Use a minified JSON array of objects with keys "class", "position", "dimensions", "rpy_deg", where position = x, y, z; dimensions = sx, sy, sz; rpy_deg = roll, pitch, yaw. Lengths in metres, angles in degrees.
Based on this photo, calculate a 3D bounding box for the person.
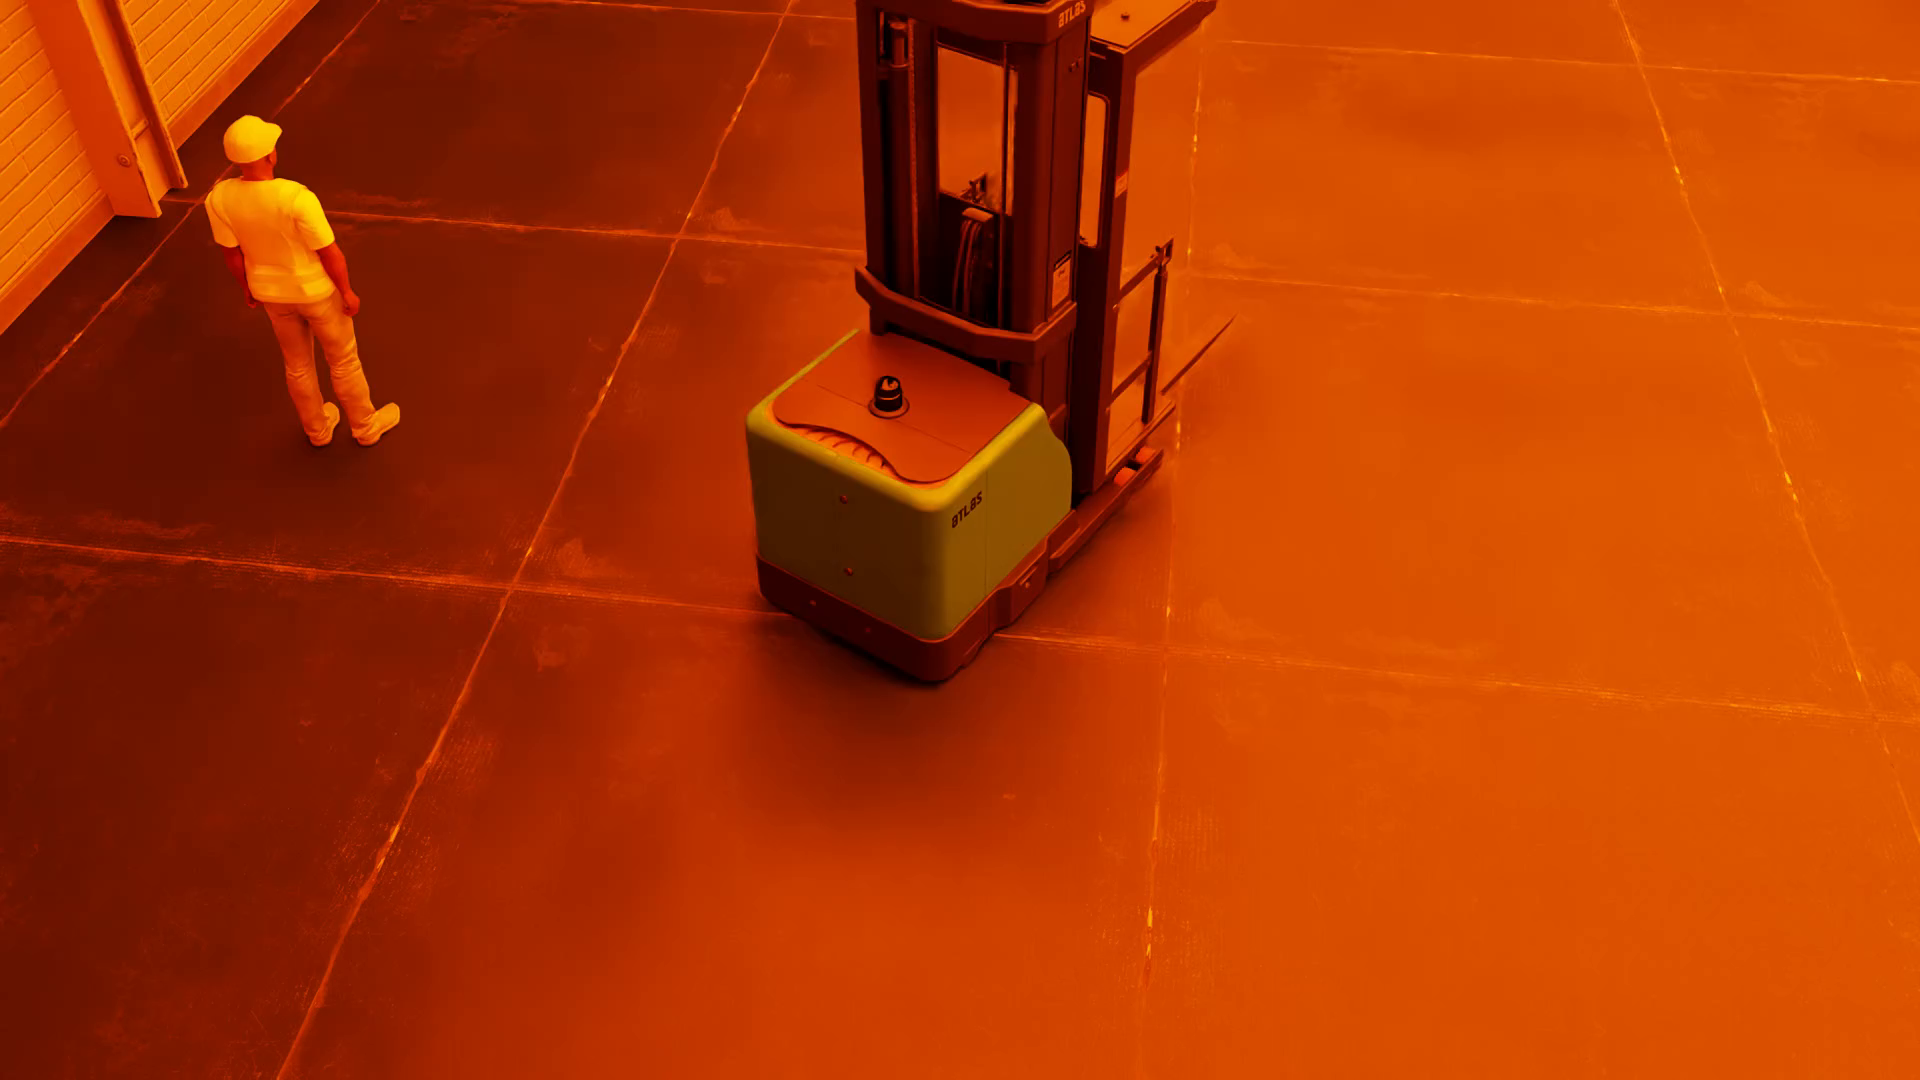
[{"class":"person","position":[-3.137,-1.206,7.898],"dimensions":[0.557,1.771,0.373],"rpy_deg":[3,43,4]}]

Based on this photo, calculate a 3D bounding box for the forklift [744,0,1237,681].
[{"class":"forklift","position":[0.343,-1.436,7.288],"dimensions":[1.130,2.935,3.031],"rpy_deg":[25,48,25]}]
